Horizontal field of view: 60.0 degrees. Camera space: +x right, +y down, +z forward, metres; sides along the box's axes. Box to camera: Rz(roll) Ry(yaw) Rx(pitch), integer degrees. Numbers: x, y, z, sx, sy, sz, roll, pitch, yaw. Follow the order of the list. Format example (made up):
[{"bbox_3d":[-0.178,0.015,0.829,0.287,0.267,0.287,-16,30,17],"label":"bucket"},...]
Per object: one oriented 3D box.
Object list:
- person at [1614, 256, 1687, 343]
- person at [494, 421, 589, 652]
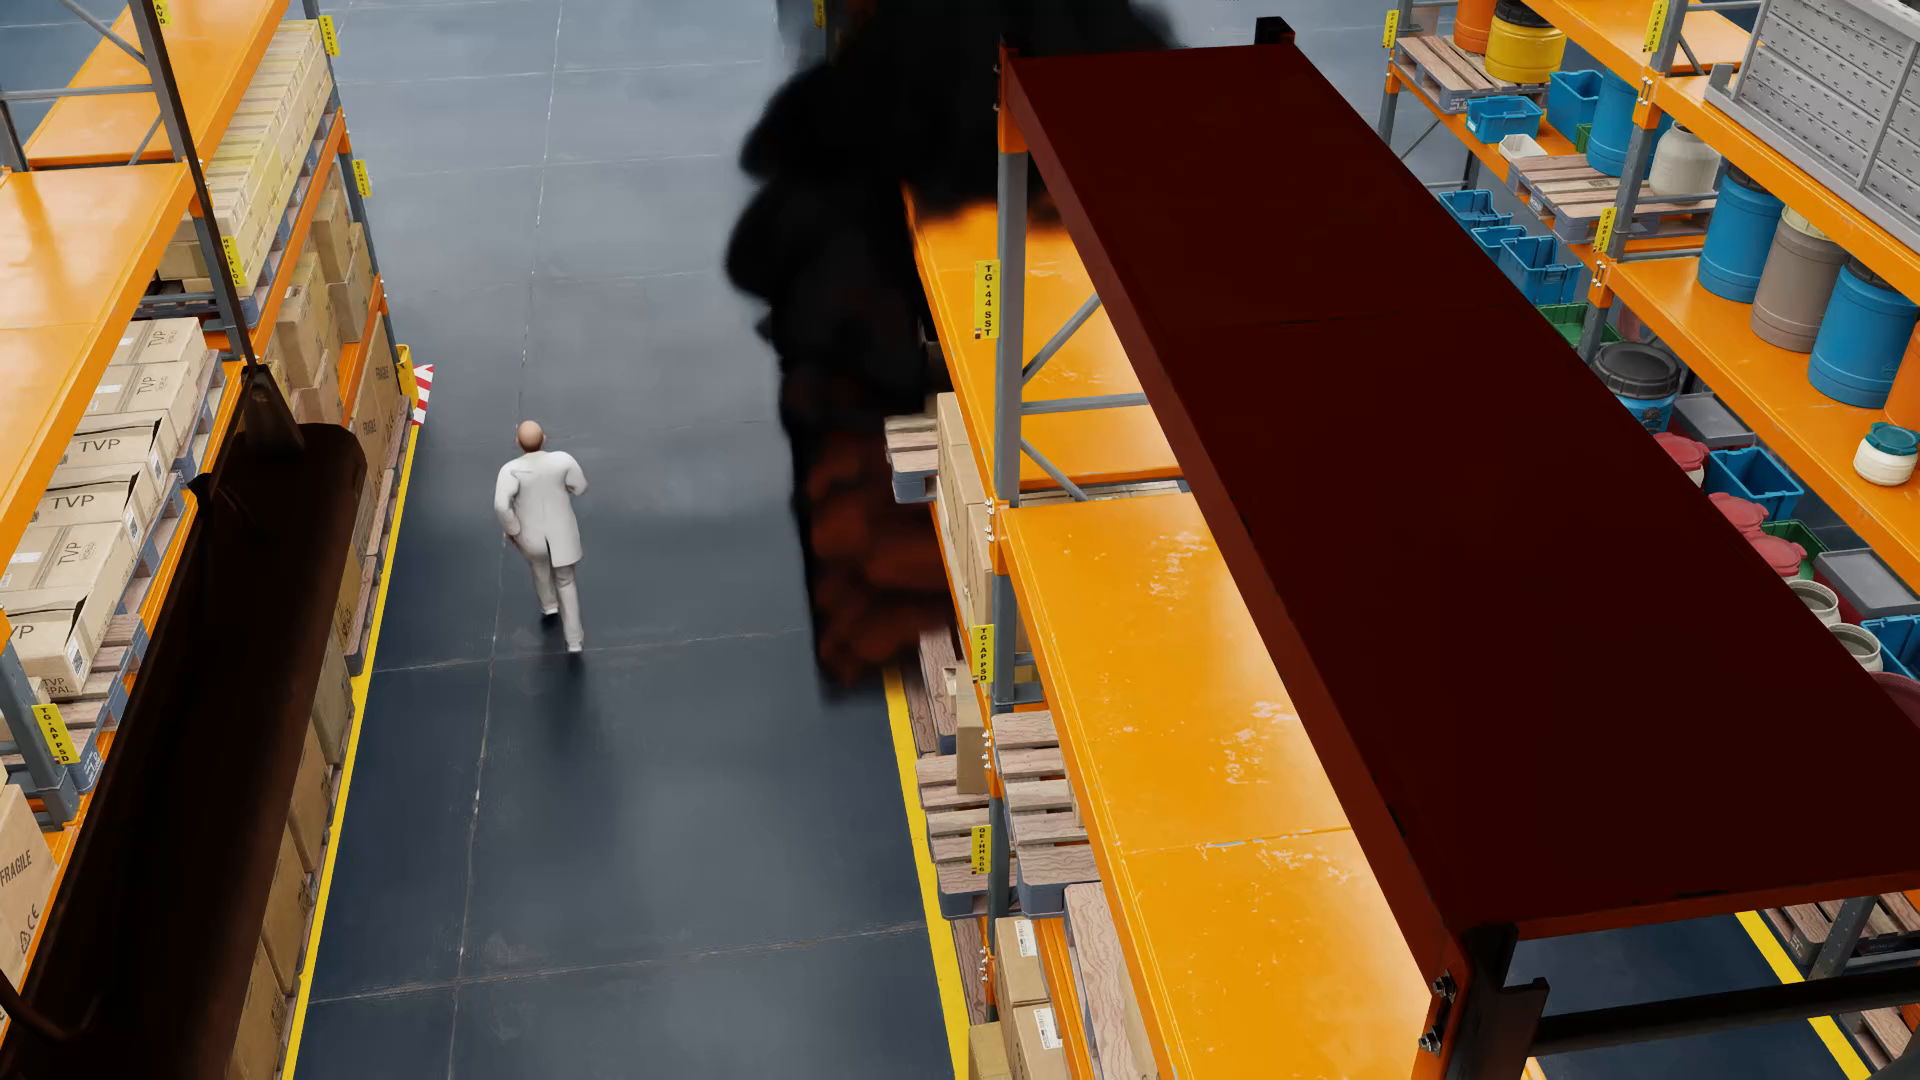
[{"bbox_3d":[6.115,-2.178,14.974,0.578,1.675,0.882,-14,38,-18],"label":"person"},{"bbox_3d":[-2.956,-0.026,11.992,0.643,1.835,0.936,-7,37,-10],"label":"person"}]
